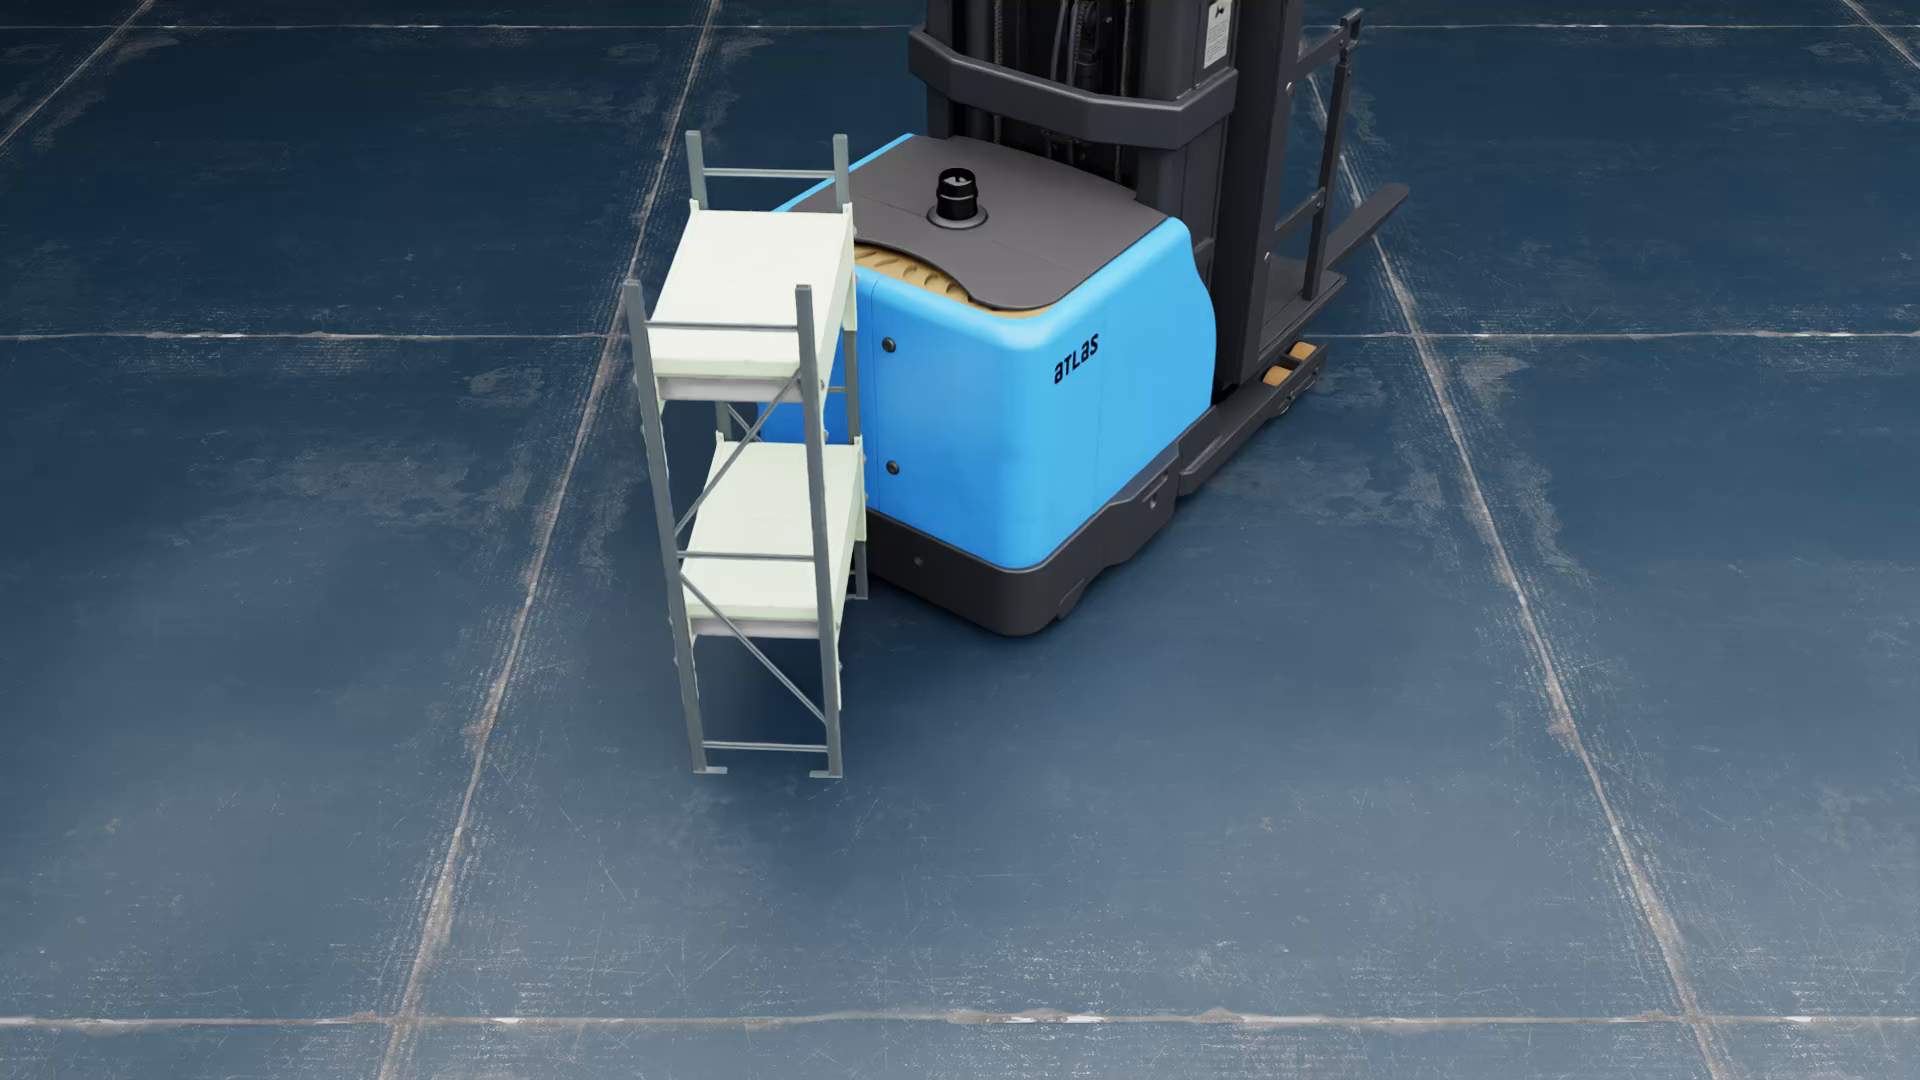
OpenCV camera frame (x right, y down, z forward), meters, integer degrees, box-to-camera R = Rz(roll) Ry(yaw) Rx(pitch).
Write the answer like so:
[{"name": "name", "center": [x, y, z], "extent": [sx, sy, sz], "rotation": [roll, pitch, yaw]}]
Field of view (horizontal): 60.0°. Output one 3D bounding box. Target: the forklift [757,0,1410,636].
[{"name": "forklift", "center": [0.647, -1.743, 5.081], "extent": [1.130, 2.935, 3.031], "rotation": [24, 45, 27]}]

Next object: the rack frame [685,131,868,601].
[{"name": "rack frame", "center": [-0.478, -0.414, 4.568], "extent": [0.400, 1.500, 0.023], "rotation": [2, 39, 2]}]

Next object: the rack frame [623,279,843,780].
[{"name": "rack frame", "center": [-0.515, 0.043, 3.997], "extent": [0.400, 1.500, 0.023], "rotation": [2, 39, 2]}]

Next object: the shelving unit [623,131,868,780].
[{"name": "shelving unit", "center": [-0.496, -0.186, 4.283], "extent": [0.431, 1.500, 0.755], "rotation": [2, 39, 2]}]

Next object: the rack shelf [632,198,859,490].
[{"name": "rack shelf", "center": [-0.496, -0.490, 4.039], "extent": [0.431, 0.370, 0.720], "rotation": [2, 39, 2]}]

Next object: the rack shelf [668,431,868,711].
[{"name": "rack shelf", "center": [-0.496, 0.069, 4.486], "extent": [0.431, 0.370, 0.720], "rotation": [2, 39, 2]}]
